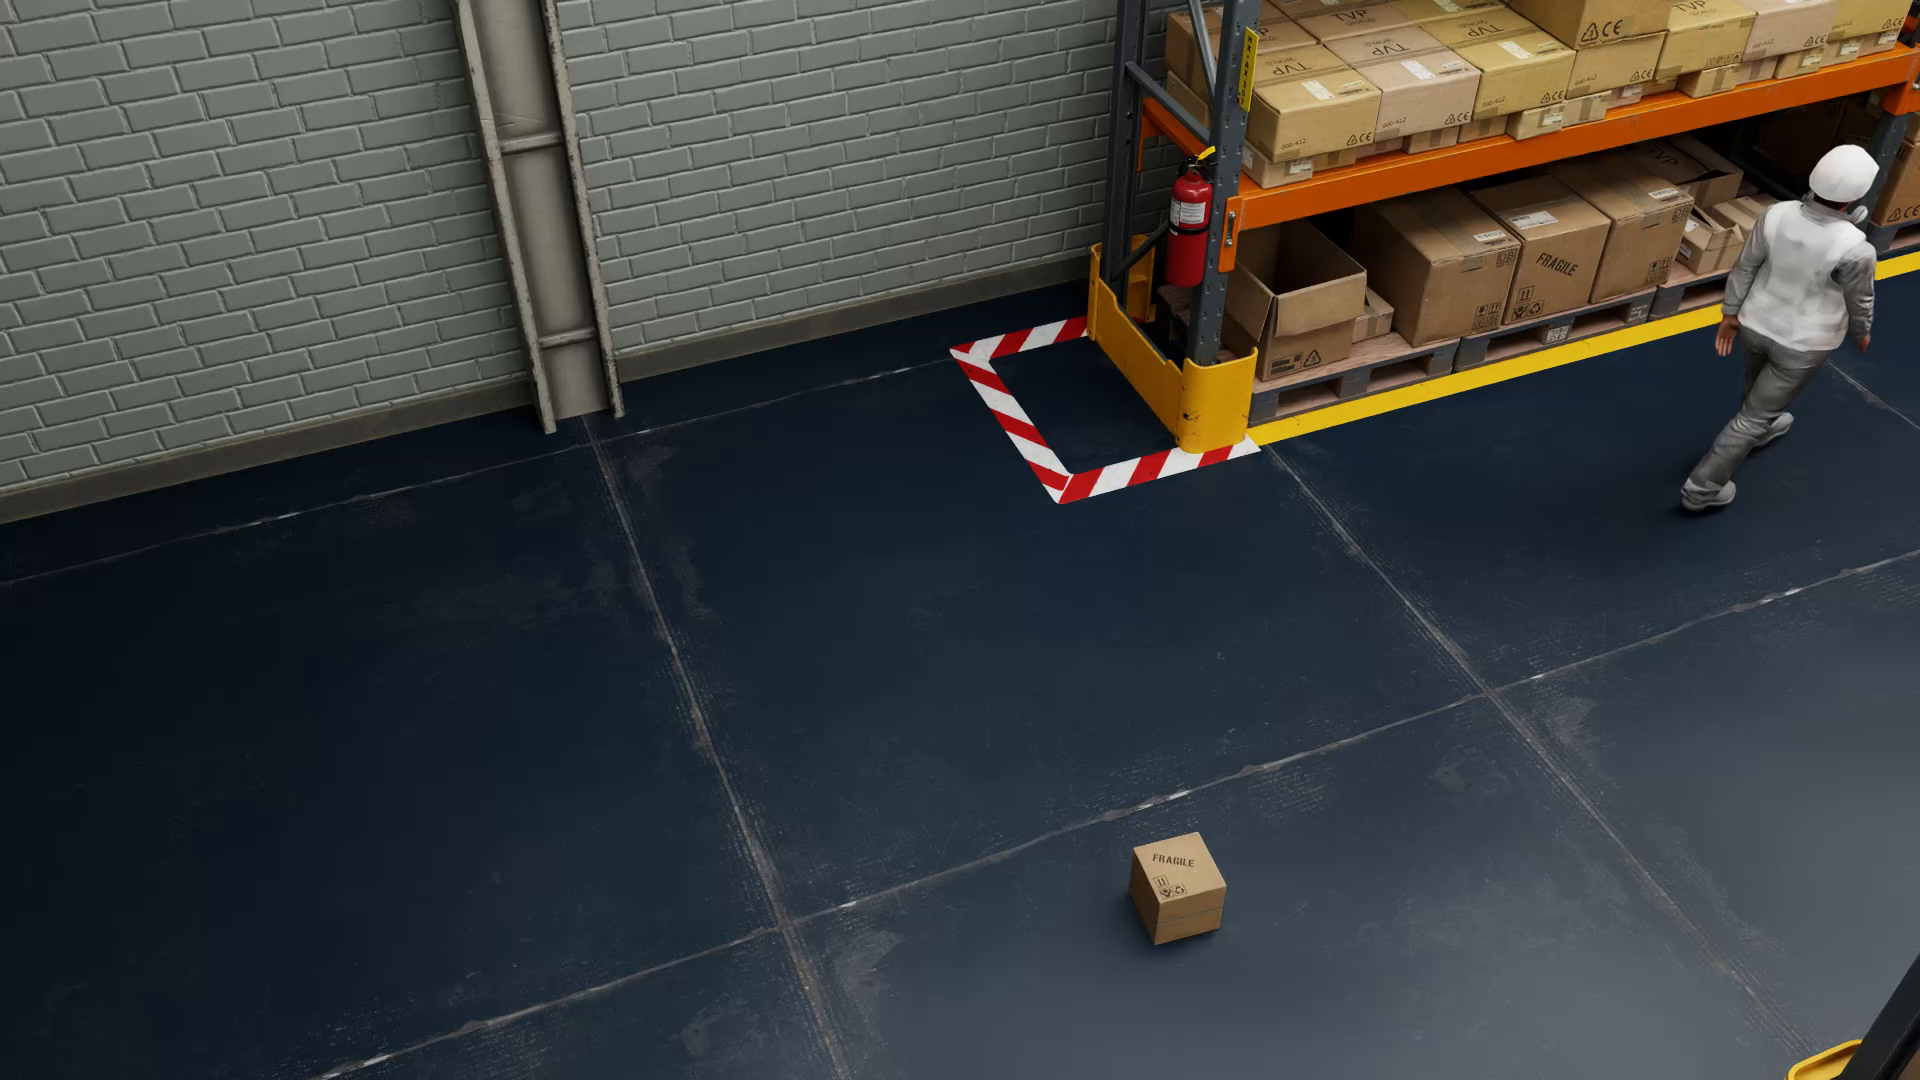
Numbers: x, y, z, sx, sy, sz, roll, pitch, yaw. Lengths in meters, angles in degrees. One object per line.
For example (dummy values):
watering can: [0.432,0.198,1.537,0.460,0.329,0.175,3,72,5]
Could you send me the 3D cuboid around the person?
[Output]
person: [3.670,-0.957,7.201,0.945,1.725,0.540,-20,45,-21]
